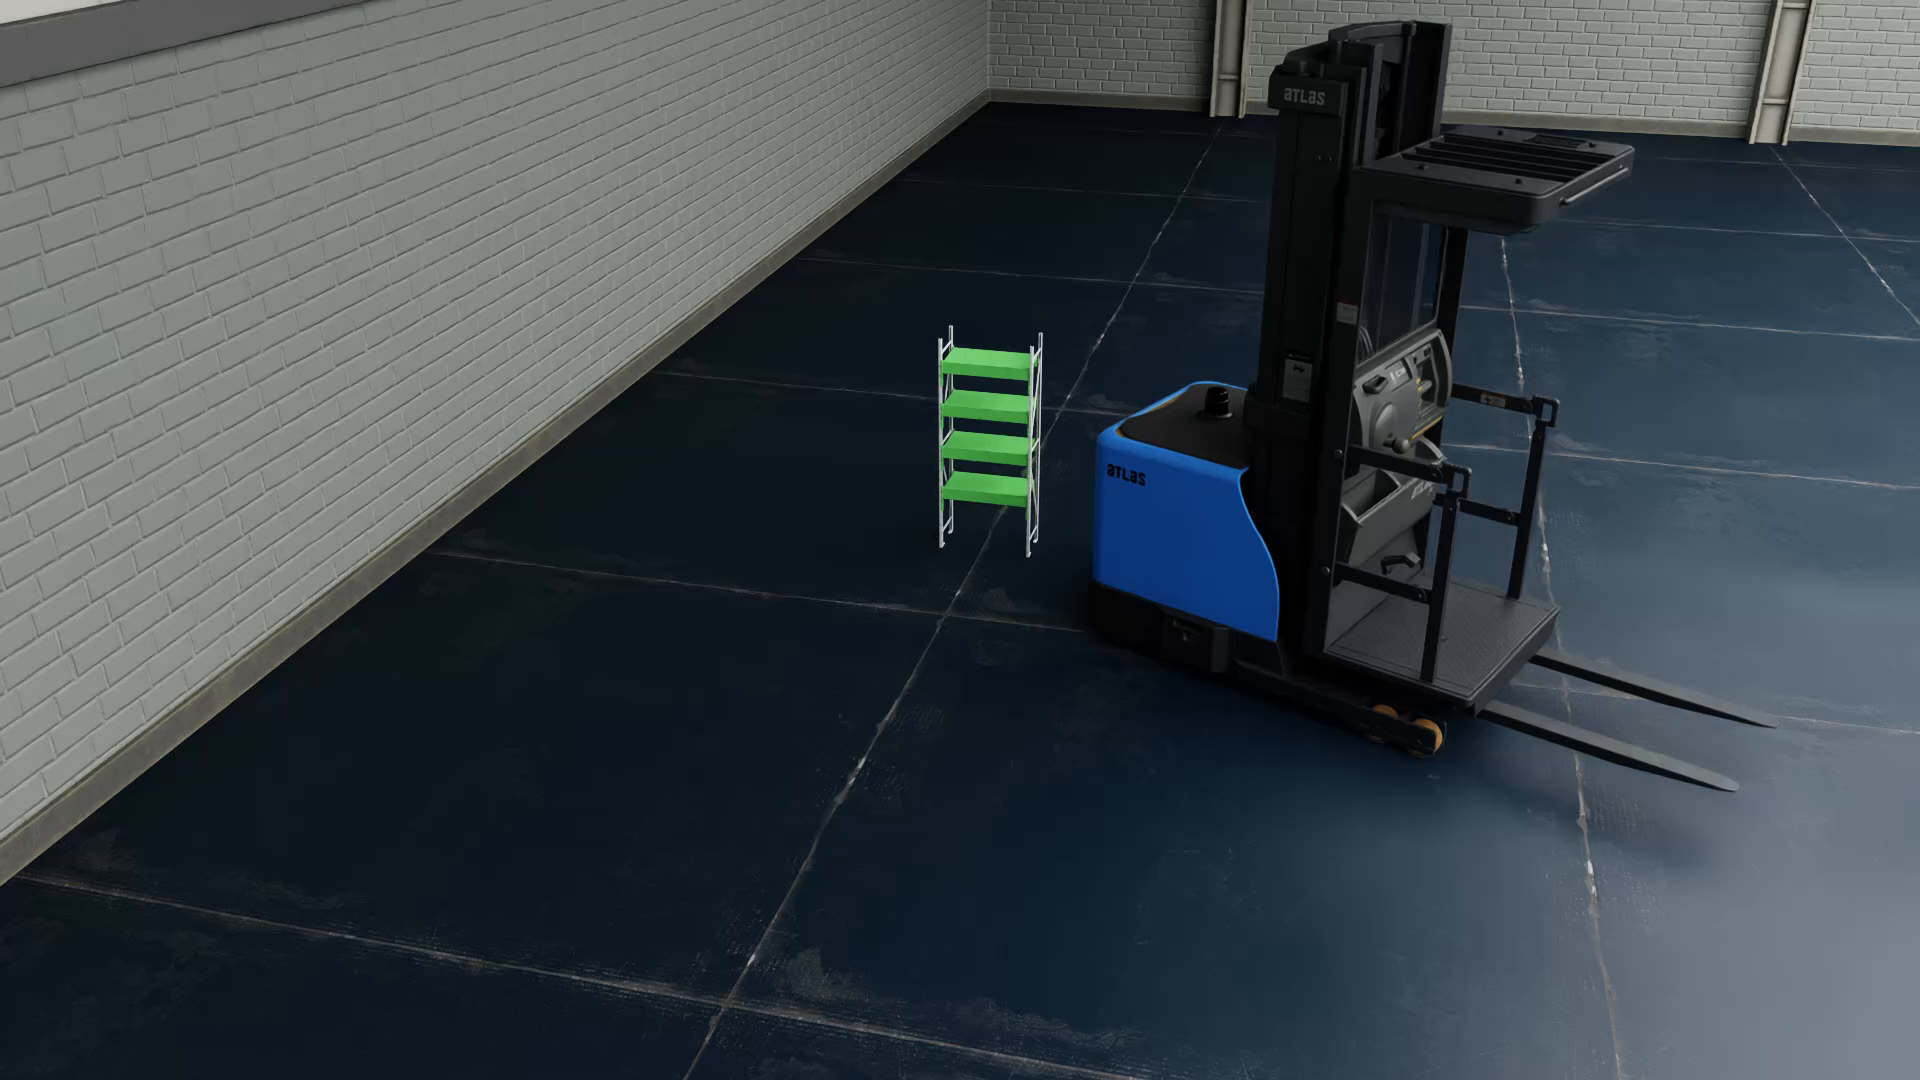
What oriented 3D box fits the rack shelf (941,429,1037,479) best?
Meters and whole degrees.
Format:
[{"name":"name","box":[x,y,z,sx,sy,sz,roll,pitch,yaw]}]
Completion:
[{"name":"rack shelf","box":[0.160,-0.466,8.982,0.480,0.148,0.258,6,26,13]}]

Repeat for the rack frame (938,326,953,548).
[{"name":"rack frame","box":[-0.076,-0.550,9.010,0.015,1.200,0.240,6,26,13]}]

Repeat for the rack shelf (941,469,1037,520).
[{"name":"rack shelf","box":[0.160,-0.250,9.085,0.480,0.148,0.258,6,26,13]}]

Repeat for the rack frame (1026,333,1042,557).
[{"name":"rack frame","box":[0.397,-0.498,8.900,0.015,1.200,0.240,6,26,13]}]

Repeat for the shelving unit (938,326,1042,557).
[{"name":"shelving unit","box":[0.160,-0.524,8.955,0.503,1.200,0.258,6,26,13]}]

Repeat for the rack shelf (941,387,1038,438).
[{"name":"rack shelf","box":[0.160,-0.683,8.879,0.480,0.148,0.258,6,26,13]}]

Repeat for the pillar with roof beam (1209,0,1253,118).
[{"name":"pillar with roof beam","box":[2.140,-7.379,14.280,0.400,9.000,9.100,6,26,13]}]

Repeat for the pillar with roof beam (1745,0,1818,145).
[{"name":"pillar with roof beam","box":[7.950,-6.736,12.931,0.400,9.000,9.100,6,26,13]}]

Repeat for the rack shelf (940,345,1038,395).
[{"name":"rack shelf","box":[0.160,-0.900,8.776,0.480,0.148,0.258,6,26,13]}]

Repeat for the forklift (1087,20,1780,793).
[{"name":"forklift","box":[2.103,-0.632,7.168,3.031,2.935,1.130,19,31,34]}]
